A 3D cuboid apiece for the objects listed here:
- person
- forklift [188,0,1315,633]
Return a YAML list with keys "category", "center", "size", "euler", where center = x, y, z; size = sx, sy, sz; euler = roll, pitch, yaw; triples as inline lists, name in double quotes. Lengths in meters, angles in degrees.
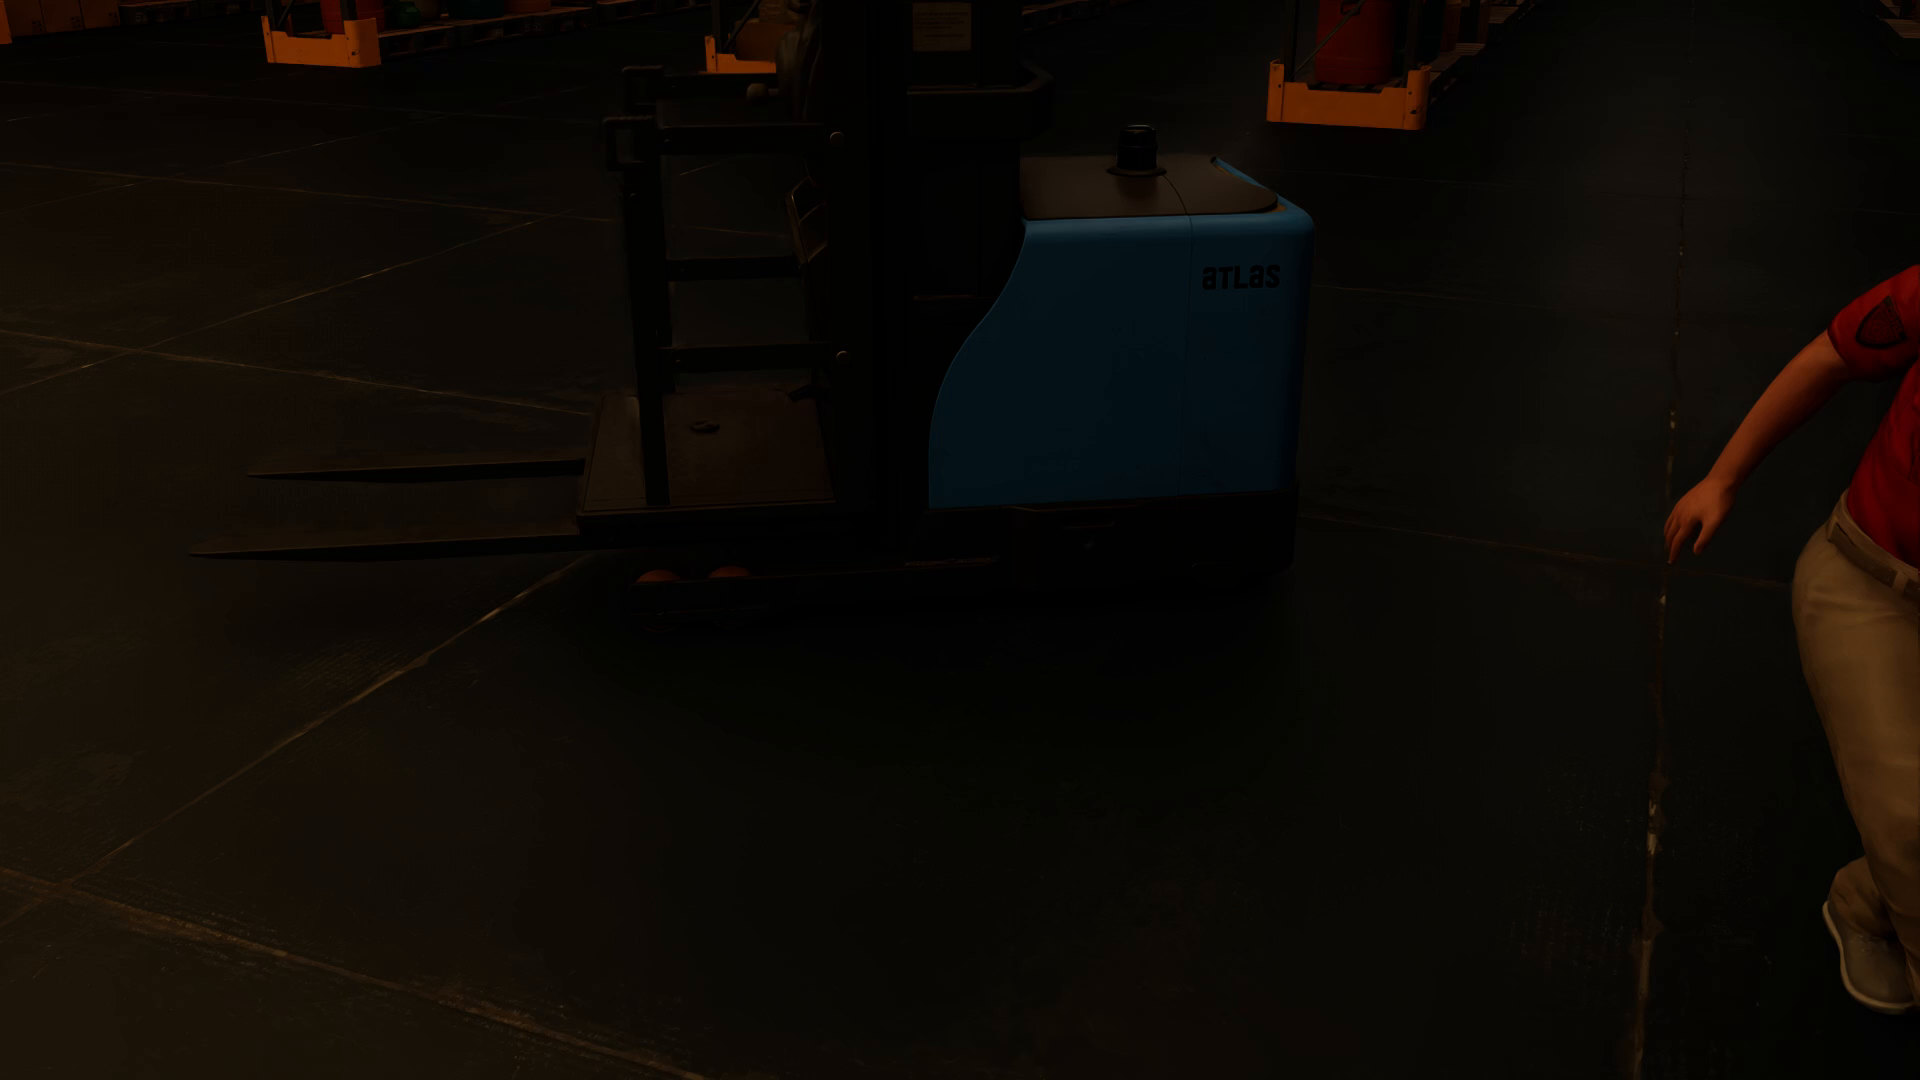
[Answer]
- category: "person"
  center: [1.572, 0.175, 2.651]
  size: [0.784, 1.585, 0.800]
  euler: [6, 23, 14]
- category: "forklift"
  center: [-0.604, -1.319, 4.448]
  size: [3.031, 2.935, 1.130]
  euler: [-3, 23, -7]
